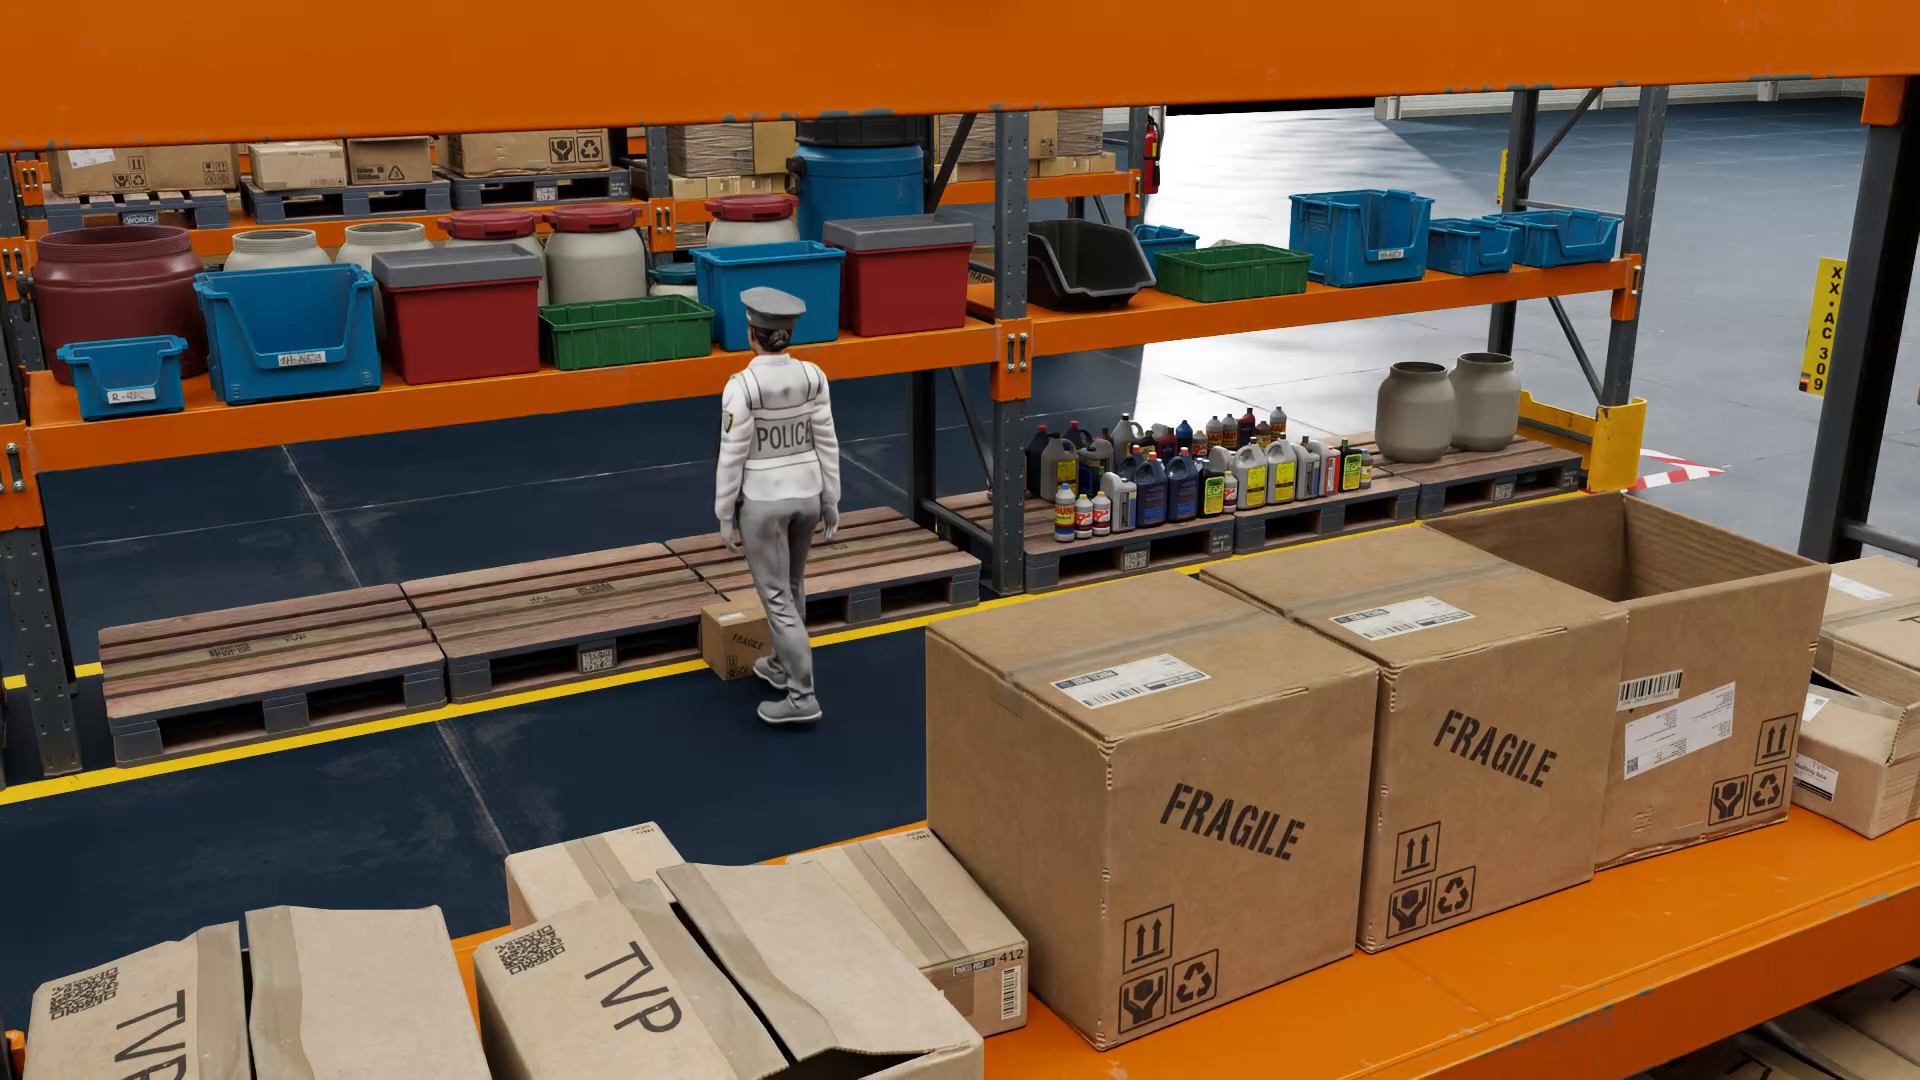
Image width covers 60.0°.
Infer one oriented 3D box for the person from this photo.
[{"bbox_3d":[-0.734,-0.143,6.436,0.486,1.663,0.658,-15,24,-37],"label":"person"}]
